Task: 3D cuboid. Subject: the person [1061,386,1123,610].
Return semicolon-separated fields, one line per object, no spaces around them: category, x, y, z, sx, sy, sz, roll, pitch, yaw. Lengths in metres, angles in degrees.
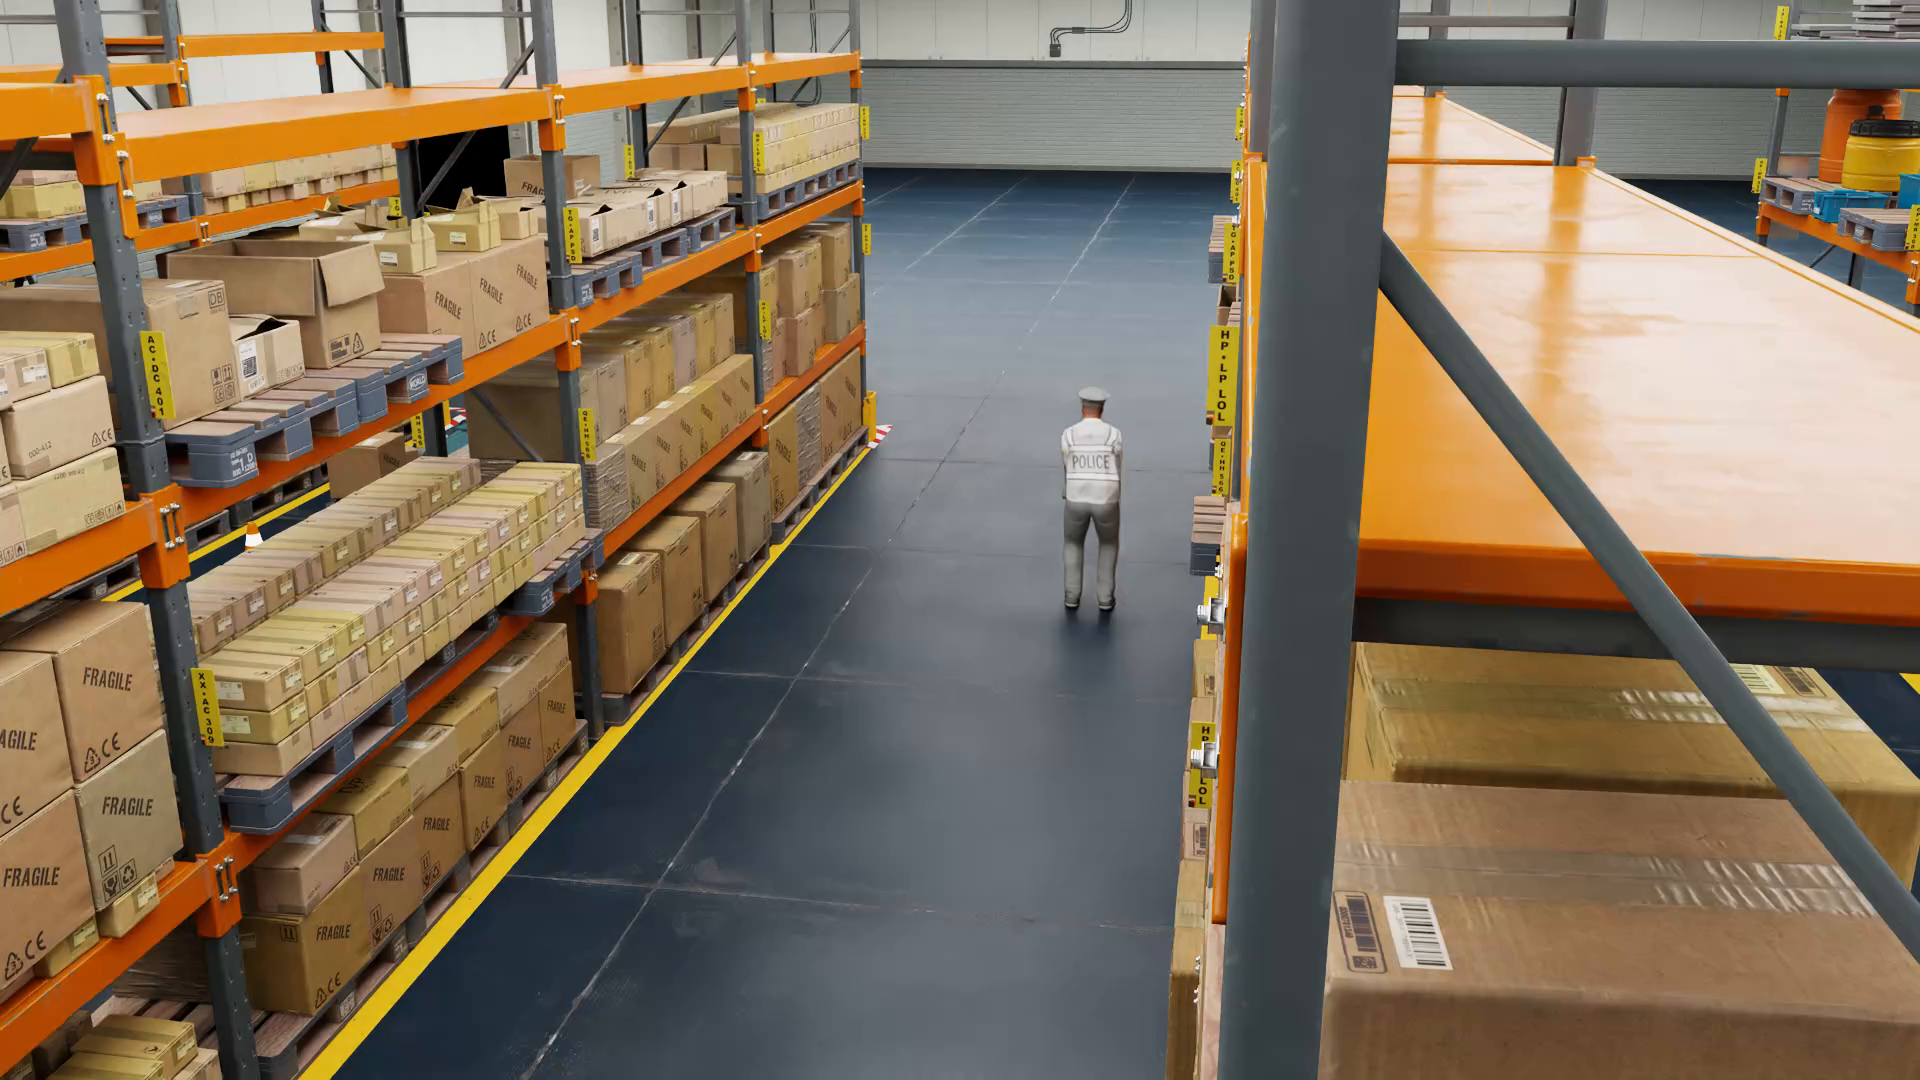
person;1.031;-0.329;13.100;0.483;1.741;0.596;2;18;8
